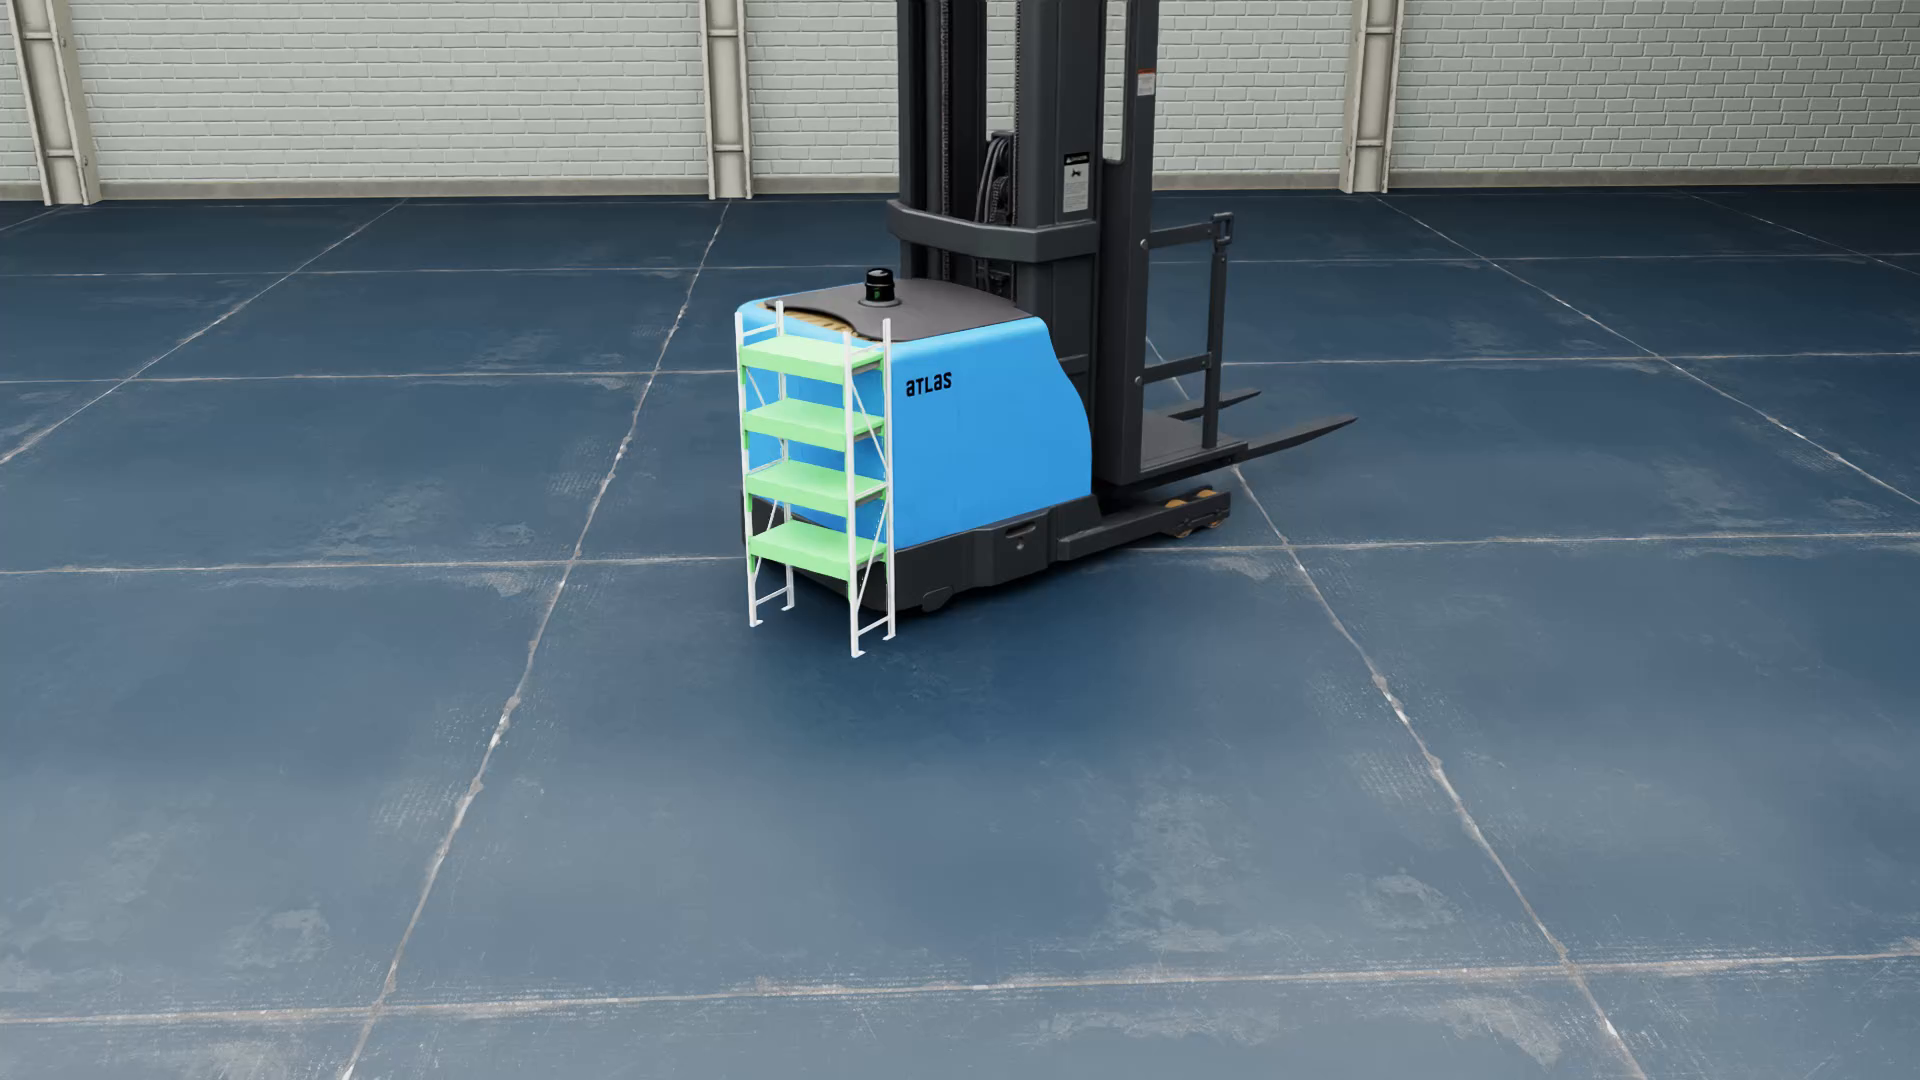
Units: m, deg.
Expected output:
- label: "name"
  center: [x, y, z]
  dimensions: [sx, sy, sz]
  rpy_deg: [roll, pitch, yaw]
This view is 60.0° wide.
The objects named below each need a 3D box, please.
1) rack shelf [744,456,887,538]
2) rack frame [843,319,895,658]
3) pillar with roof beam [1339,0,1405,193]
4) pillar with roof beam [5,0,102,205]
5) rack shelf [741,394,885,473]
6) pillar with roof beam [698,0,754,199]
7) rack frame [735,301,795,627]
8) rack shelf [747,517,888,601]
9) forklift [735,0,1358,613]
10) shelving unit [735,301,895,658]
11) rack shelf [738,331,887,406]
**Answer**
- label: "rack shelf"
  center: [-0.516, -0.160, 6.034]
  dimensions: [0.480, 0.148, 0.258]
  rpy_deg: [14, 25, 32]
- label: "rack frame"
  center: [-0.317, -0.170, 5.881]
  dimensions: [0.015, 1.200, 0.240]
  rpy_deg: [14, 25, 32]
- label: "pillar with roof beam"
  center: [4.096, -6.020, 10.287]
  dimensions: [0.400, 9.000, 9.100]
  rpy_deg: [-1, 21, -3]
- label: "pillar with roof beam"
  center: [-7.884, -5.777, 9.646]
  dimensions: [0.400, 9.000, 9.100]
  rpy_deg: [-1, 21, -3]
- label: "rack shelf"
  center: [-0.516, -0.384, 5.949]
  dimensions: [0.480, 0.148, 0.258]
  rpy_deg: [14, 25, 32]
- label: "pillar with roof beam"
  center: [-1.894, -5.898, 9.966]
  dimensions: [0.400, 9.000, 9.100]
  rpy_deg: [-1, 21, -3]
- label: "rack frame"
  center: [-0.716, -0.269, 6.142]
  dimensions: [0.015, 1.200, 0.240]
  rpy_deg: [14, 25, 32]
- label: "rack shelf"
  center: [-0.516, 0.064, 6.120]
  dimensions: [0.480, 0.148, 0.258]
  rpy_deg: [14, 25, 32]
- label: "forklift"
  center: [0.553, -1.506, 6.957]
  dimensions: [3.031, 2.935, 1.130]
  rpy_deg: [-16, 26, -37]
- label: "shelving unit"
  center: [-0.516, -0.220, 6.012]
  dimensions: [0.503, 1.200, 0.258]
  rpy_deg: [14, 25, 32]
- label: "rack shelf"
  center: [-0.516, -0.609, 5.864]
  dimensions: [0.480, 0.148, 0.258]
  rpy_deg: [14, 25, 32]
